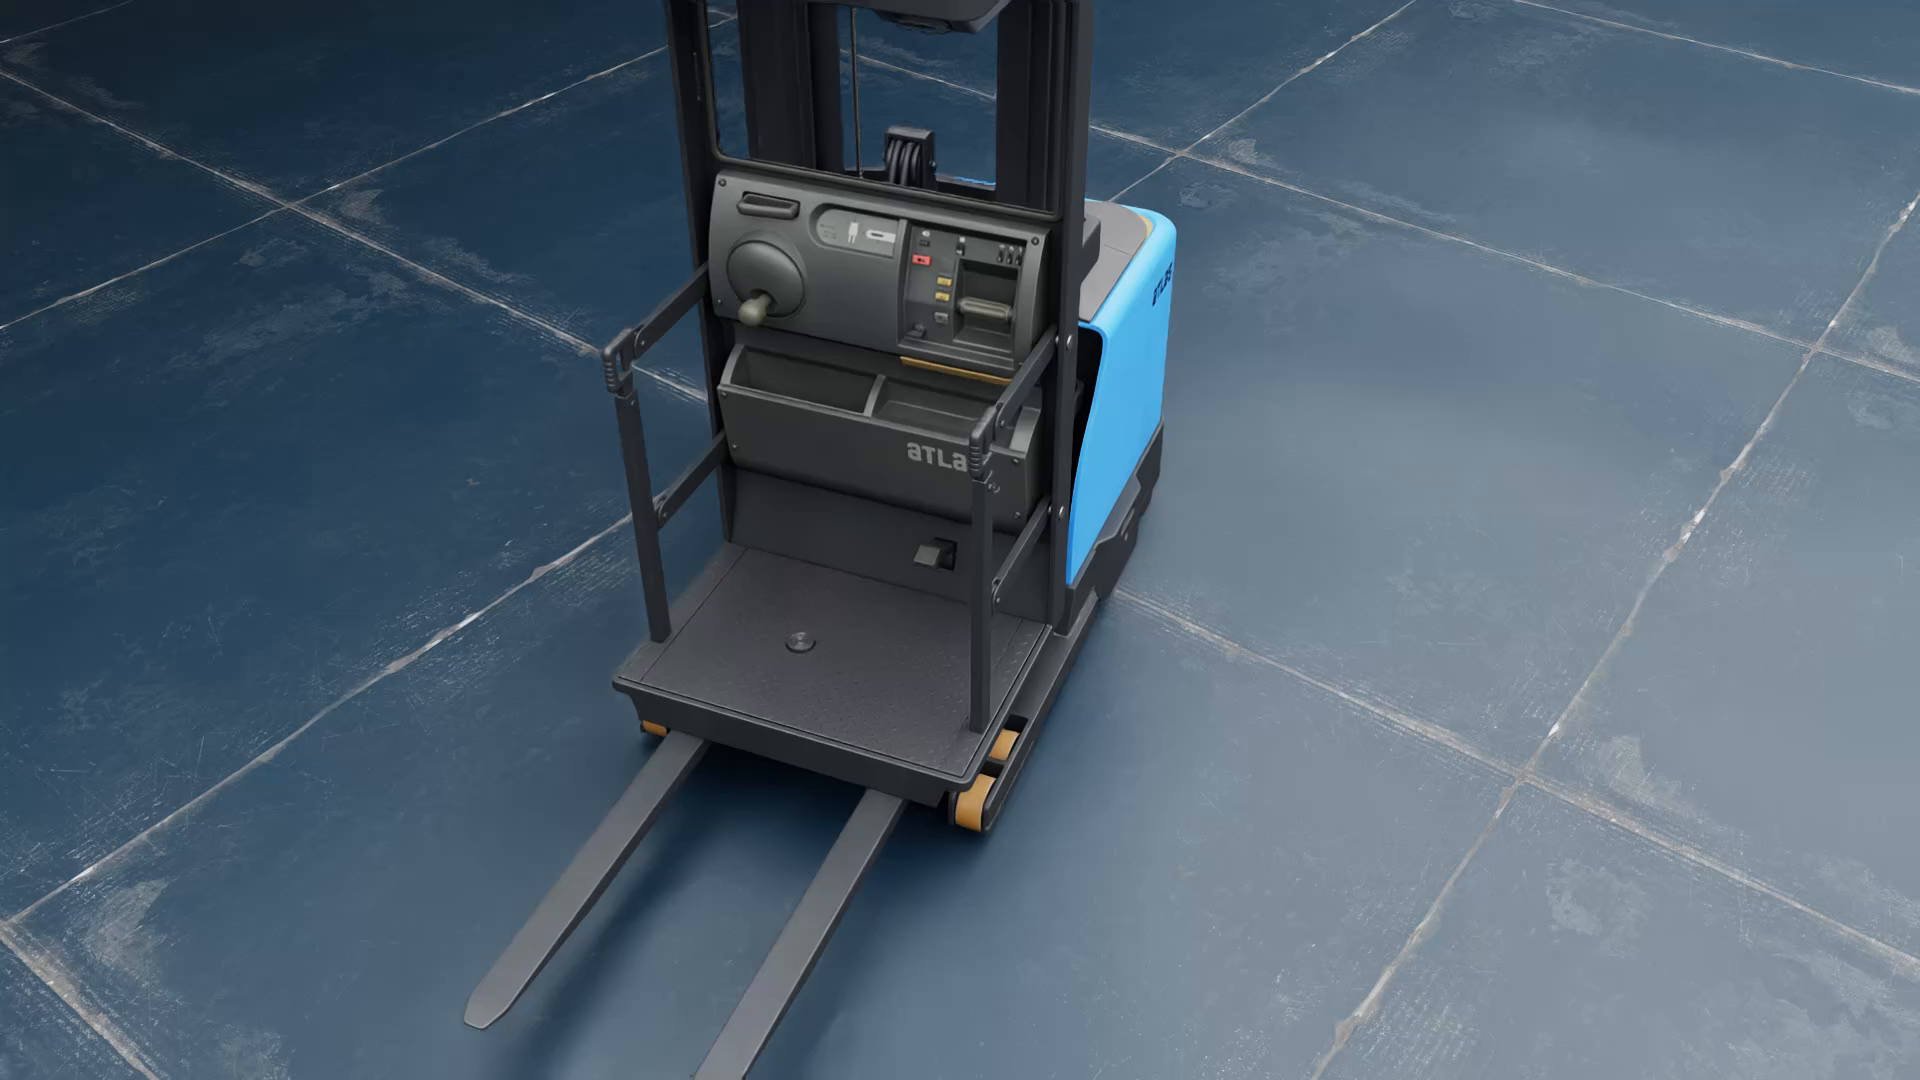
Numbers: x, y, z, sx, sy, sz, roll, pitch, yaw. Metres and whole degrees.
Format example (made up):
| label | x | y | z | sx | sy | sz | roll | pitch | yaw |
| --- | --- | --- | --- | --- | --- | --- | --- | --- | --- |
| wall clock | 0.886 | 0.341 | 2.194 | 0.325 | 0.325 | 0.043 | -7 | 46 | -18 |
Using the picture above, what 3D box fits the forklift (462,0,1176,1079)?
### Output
| label | x | y | z | sx | sy | sz | roll | pitch | yaw |
| --- | --- | --- | --- | --- | --- | --- | --- | --- | --- |
| forklift | -0.307 | -0.629 | 4.175 | 1.130 | 2.935 | 3.031 | 14 | 40 | 17 |
